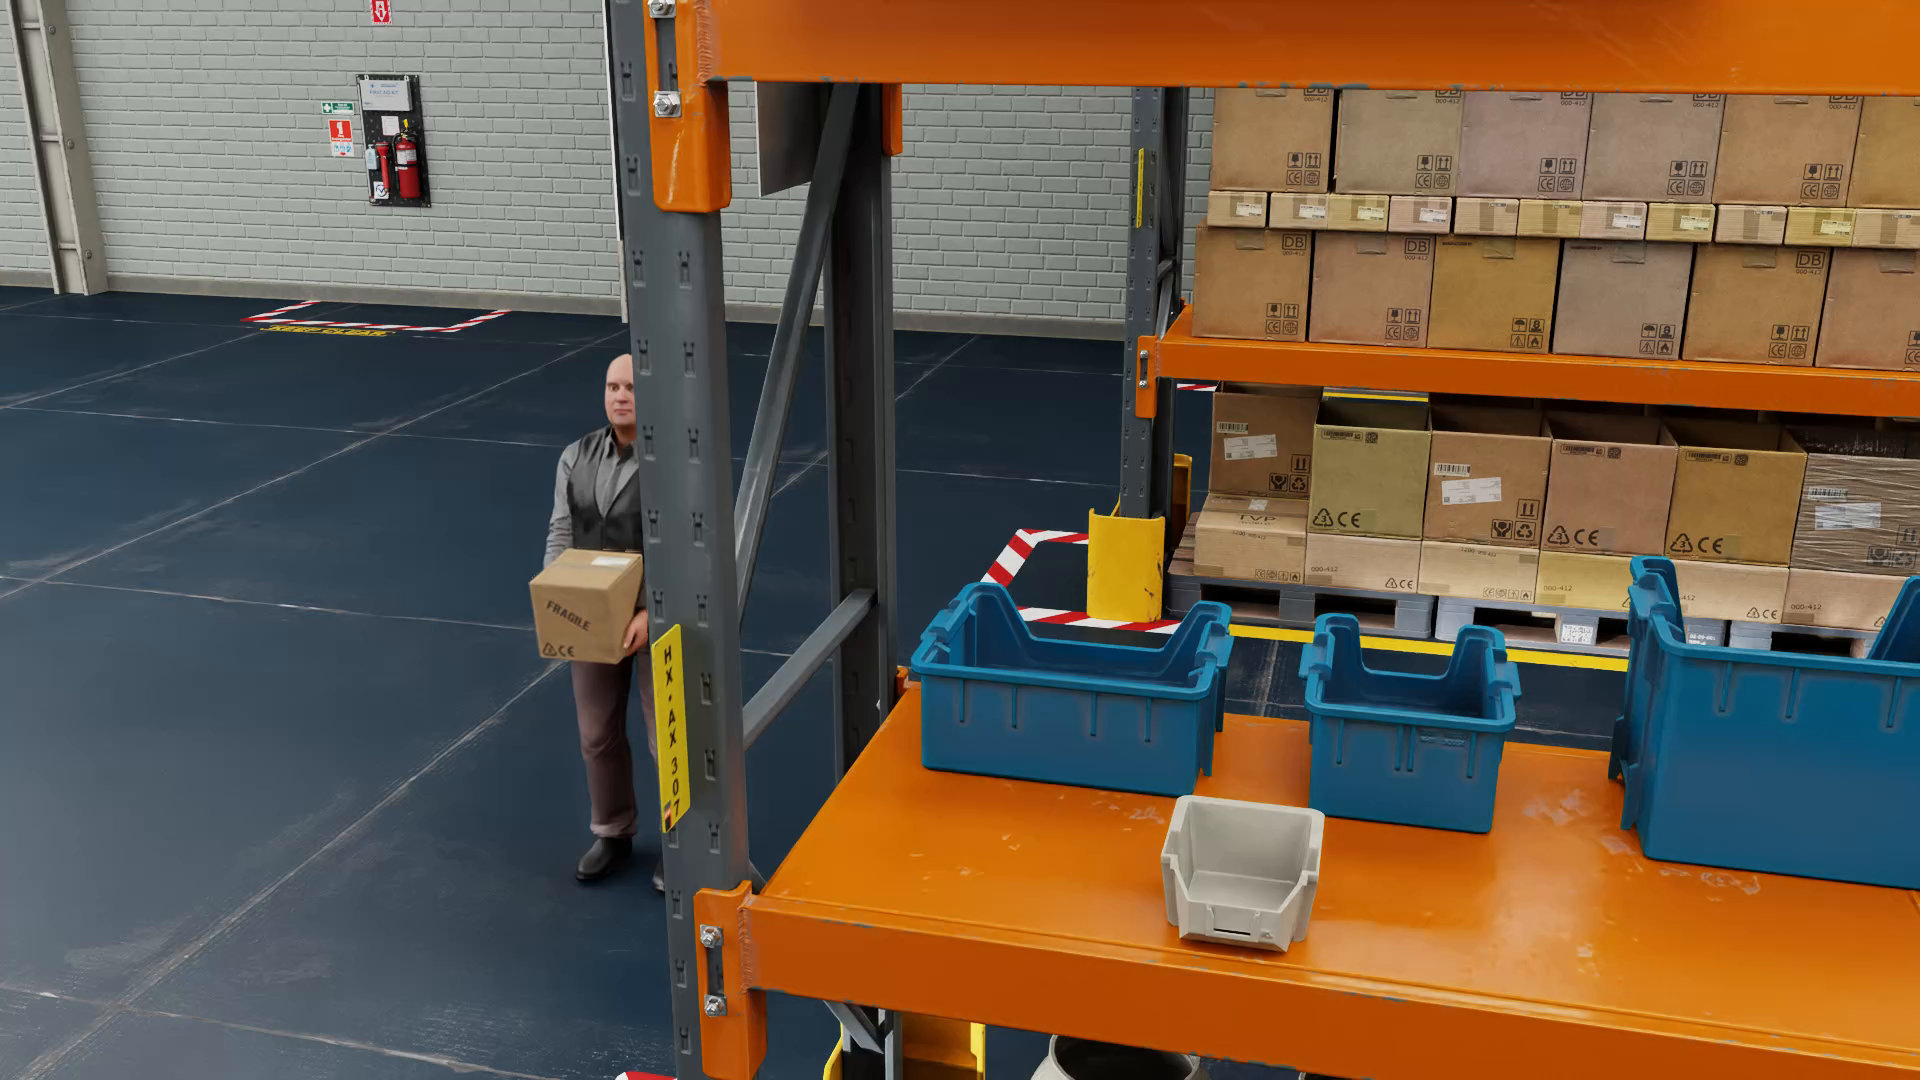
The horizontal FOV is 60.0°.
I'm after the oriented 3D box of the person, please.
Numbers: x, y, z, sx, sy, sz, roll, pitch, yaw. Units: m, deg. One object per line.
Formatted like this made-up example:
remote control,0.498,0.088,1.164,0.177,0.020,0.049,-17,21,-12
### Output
person,-1.048,0.292,5.213,0.498,1.716,0.550,4,19,13
